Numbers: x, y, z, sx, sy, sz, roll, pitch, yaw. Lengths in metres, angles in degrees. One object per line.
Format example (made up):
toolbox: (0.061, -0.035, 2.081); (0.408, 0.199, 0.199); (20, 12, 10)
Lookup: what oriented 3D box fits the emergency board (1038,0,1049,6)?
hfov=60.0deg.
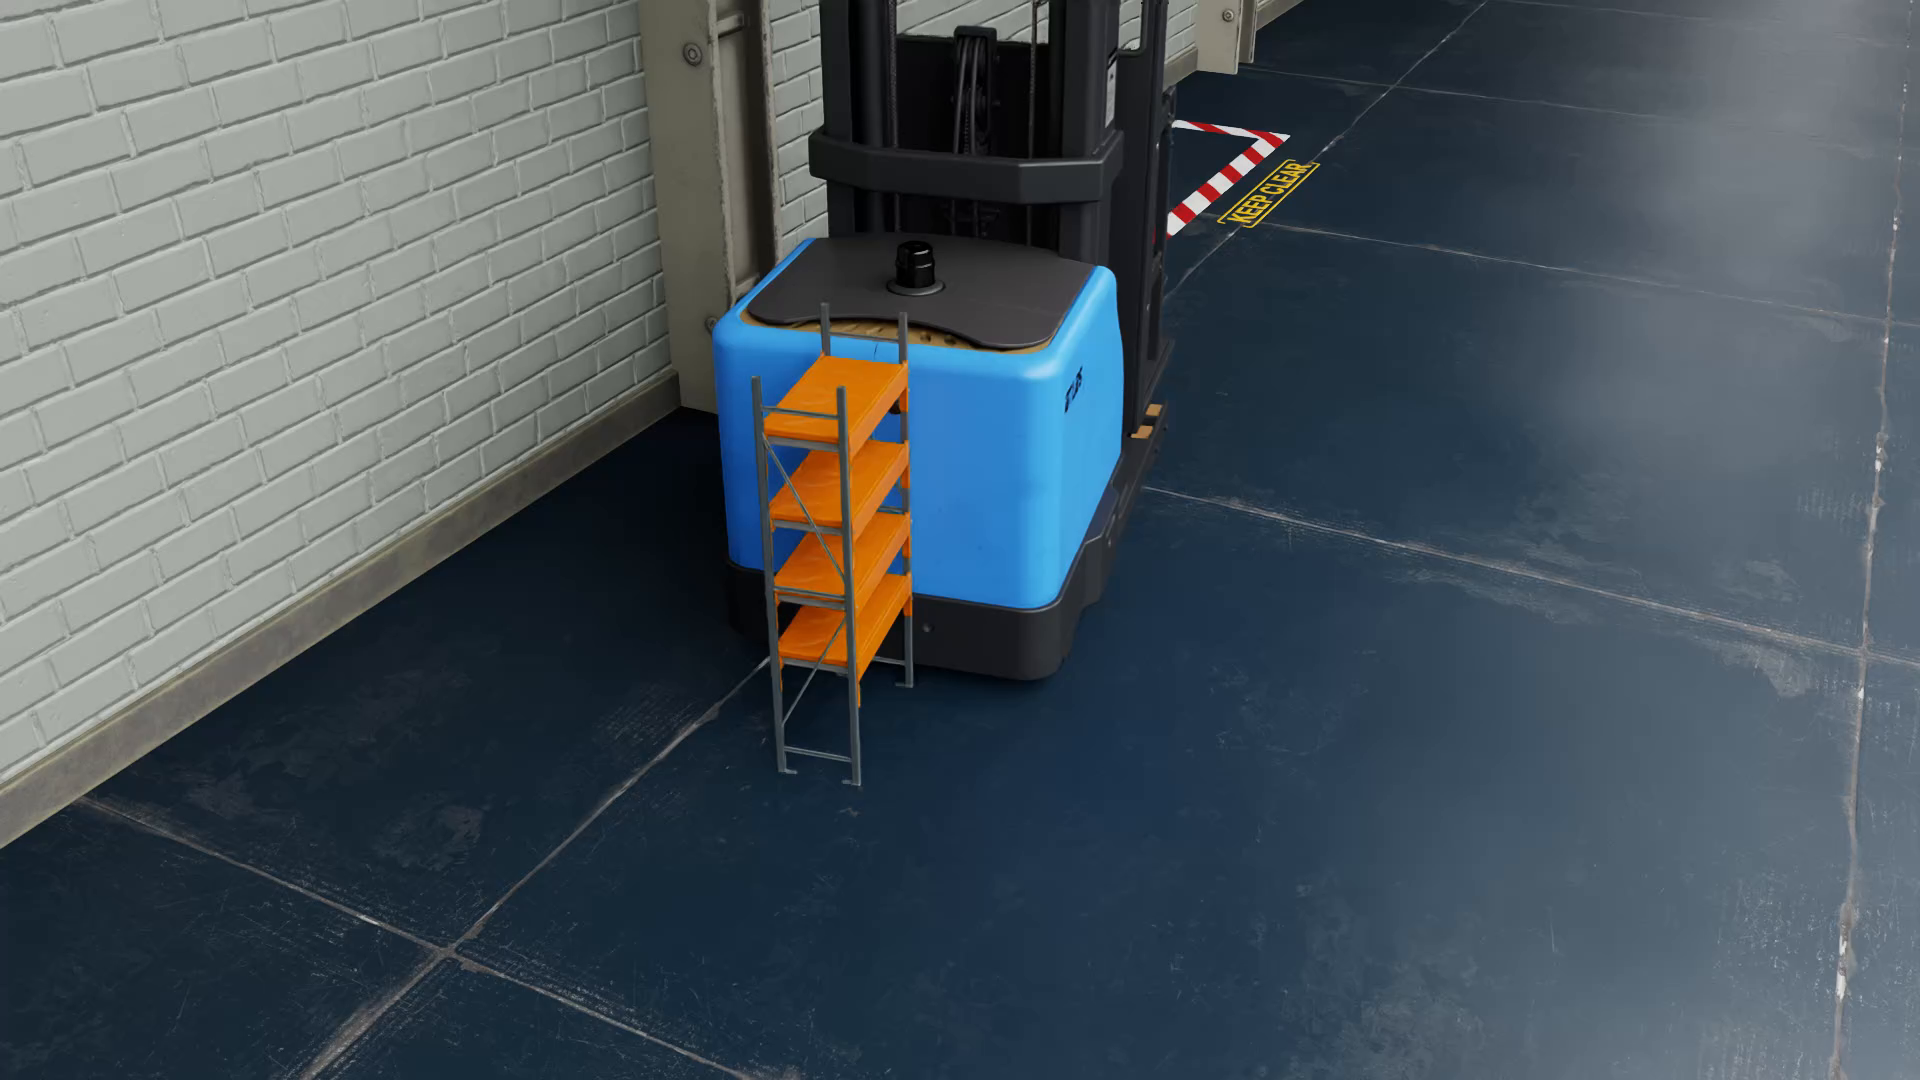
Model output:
emergency board: (0.626, -3.477, 8.792); (0.157, 1.169, 0.626); (14, 33, 23)

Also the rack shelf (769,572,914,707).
rack shelf: (-0.323, 0.253, 4.639); (0.258, 0.148, 0.480); (8, 31, 14)

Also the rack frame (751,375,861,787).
rack frame: (-0.389, 0.139, 4.303); (0.240, 1.200, 0.015); (8, 31, 14)

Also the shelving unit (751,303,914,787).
shelving unit: (-0.323, 0.022, 4.506); (0.258, 1.200, 0.503); (8, 31, 14)

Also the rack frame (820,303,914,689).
rack frame: (-0.257, -0.095, 4.710); (0.240, 1.200, 0.015); (8, 31, 14)

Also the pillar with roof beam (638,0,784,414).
pillar with roof beam: (2.906, -3.529, 2.858); (9.100, 9.000, 0.400); (14, 33, 23)

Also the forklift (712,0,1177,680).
forklift: (0.175, -1.579, 5.557); (1.130, 2.935, 3.031); (8, 31, 14)

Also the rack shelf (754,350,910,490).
rack shelf: (-0.323, -0.318, 4.311); (0.258, 0.148, 0.480); (8, 31, 14)

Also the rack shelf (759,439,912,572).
rack shelf: (-0.323, -0.113, 4.428); (0.258, 0.148, 0.480); (8, 31, 14)

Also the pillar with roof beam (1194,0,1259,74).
pillar with roof beam: (5.639, -6.188, 7.490); (9.100, 9.000, 0.400); (14, 33, 23)

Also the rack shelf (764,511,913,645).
rack shelf: (-0.323, 0.081, 4.540); (0.258, 0.148, 0.480); (8, 31, 14)
